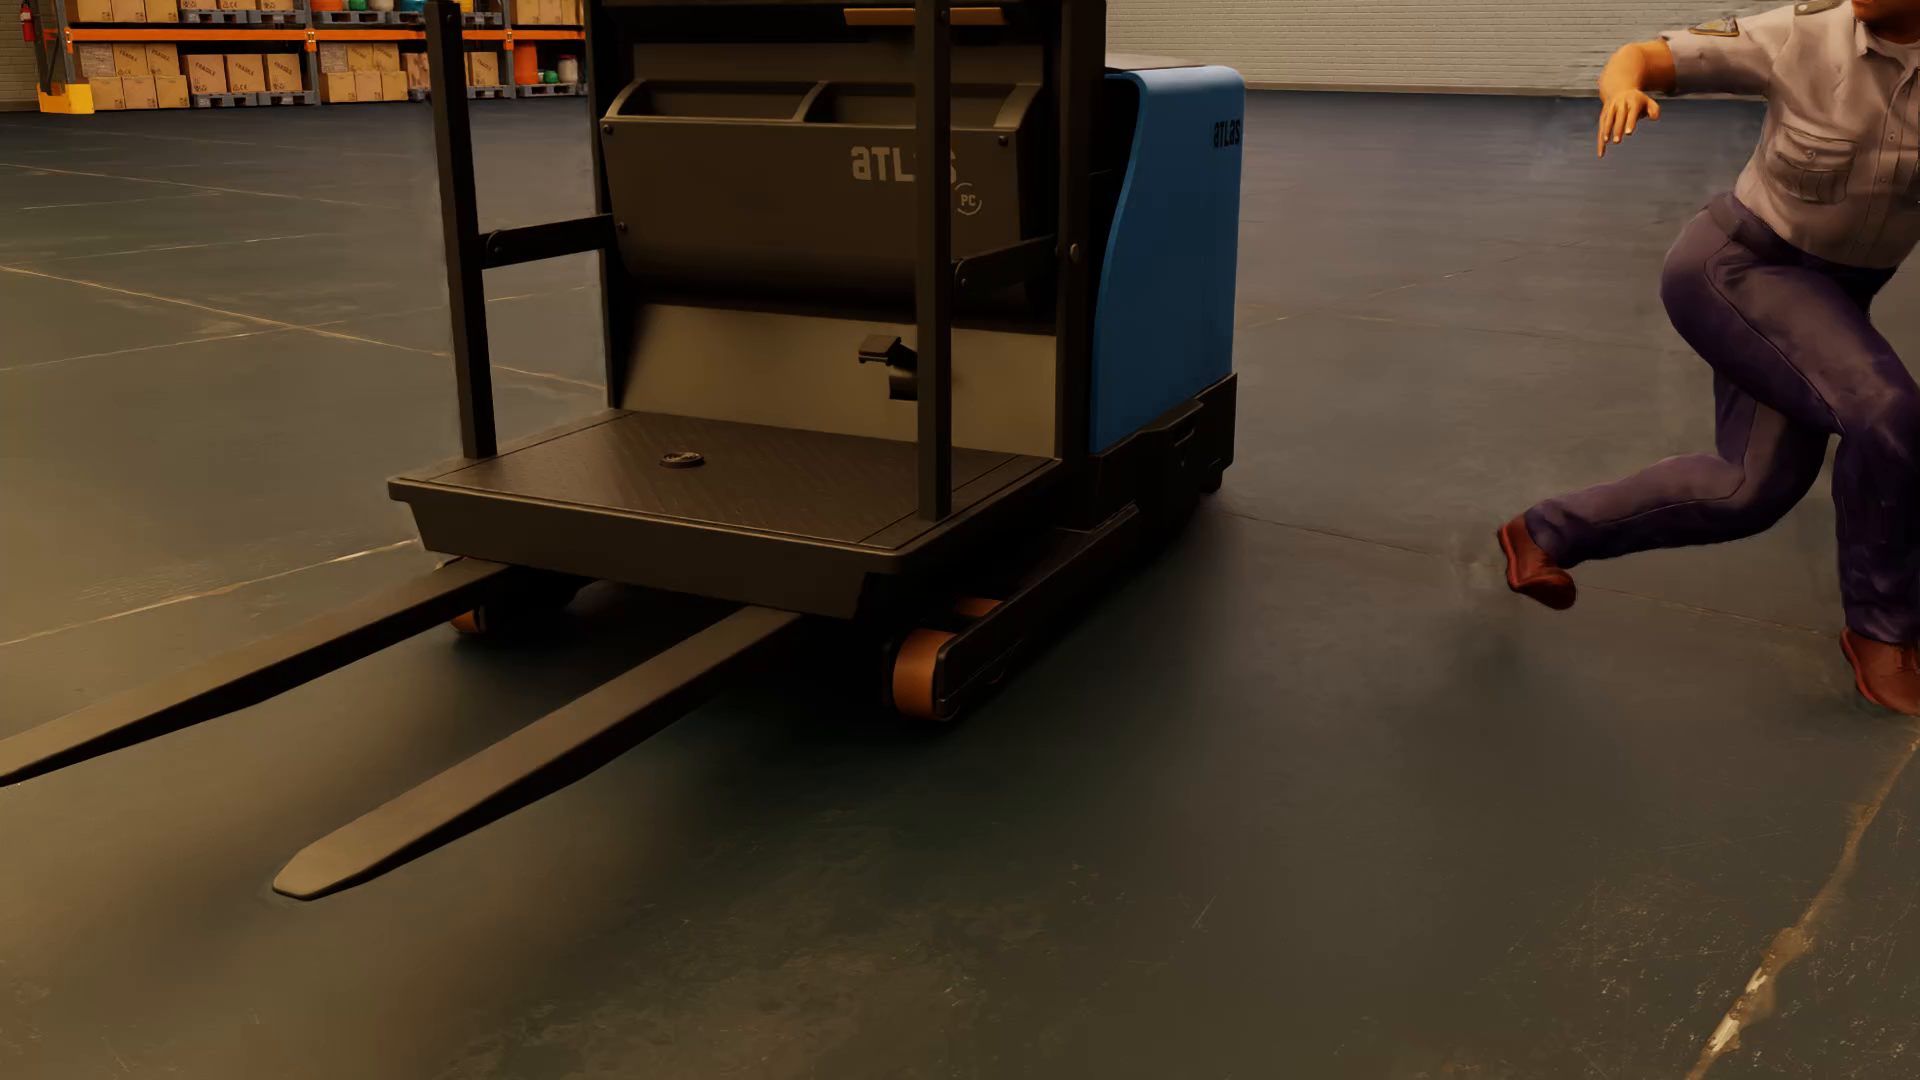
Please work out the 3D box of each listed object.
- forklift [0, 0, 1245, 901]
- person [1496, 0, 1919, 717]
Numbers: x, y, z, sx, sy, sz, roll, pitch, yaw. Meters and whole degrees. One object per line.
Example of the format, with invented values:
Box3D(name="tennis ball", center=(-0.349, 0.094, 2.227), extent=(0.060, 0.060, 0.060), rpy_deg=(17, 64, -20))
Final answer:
Box3D(name="forklift", center=(-0.375, -1.228, 2.941), extent=(1.130, 2.935, 3.031), rpy_deg=(8, 19, 24))
Box3D(name="person", center=(1.476, -0.403, 2.904), extent=(0.836, 1.444, 1.081), rpy_deg=(-6, 18, -18))
